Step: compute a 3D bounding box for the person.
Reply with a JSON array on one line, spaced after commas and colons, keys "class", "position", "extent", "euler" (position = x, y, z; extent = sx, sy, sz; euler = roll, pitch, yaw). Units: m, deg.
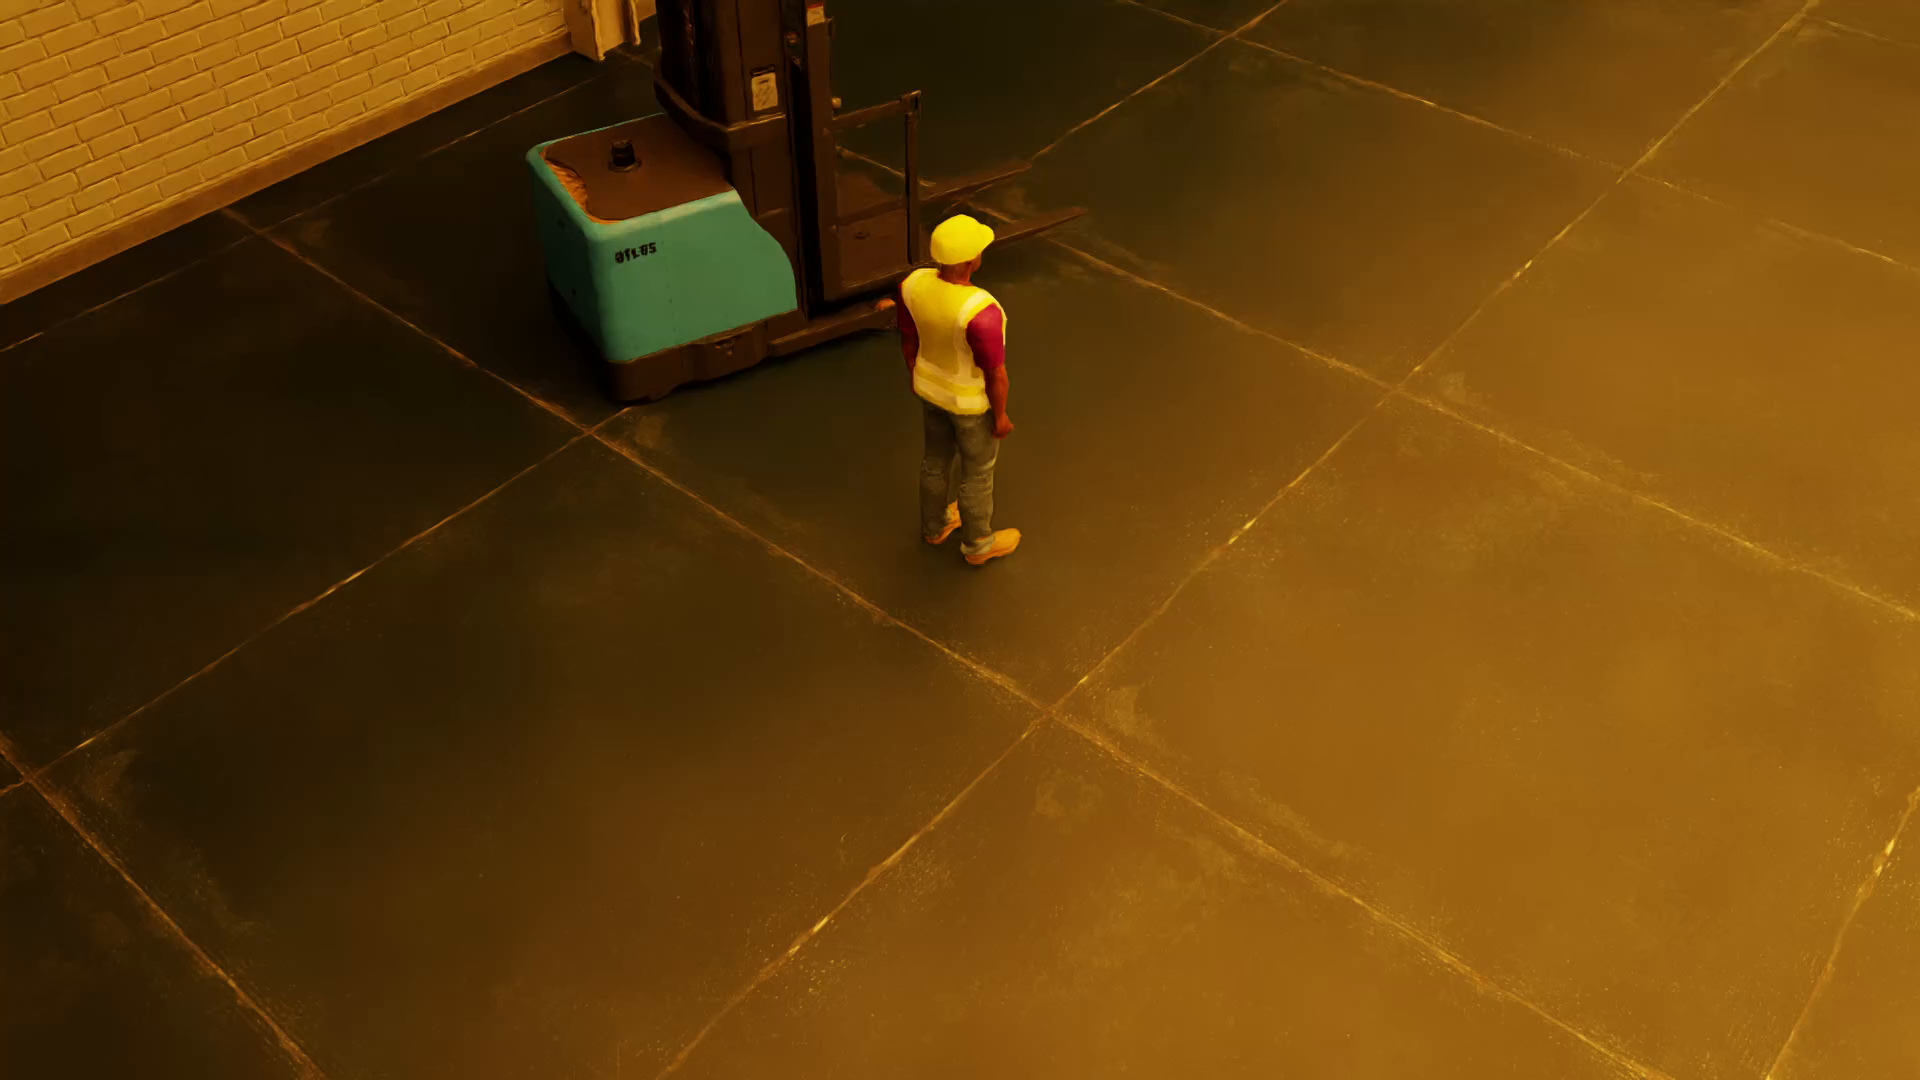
[{"class": "person", "position": [0.007, -0.663, 7.369], "extent": [0.559, 1.771, 0.367], "euler": [29, 50, 29]}]

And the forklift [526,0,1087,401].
[{"class": "forklift", "position": [-0.729, -2.543, 8.582], "extent": [3.031, 2.935, 1.130], "euler": [-21, 46, -22]}]
